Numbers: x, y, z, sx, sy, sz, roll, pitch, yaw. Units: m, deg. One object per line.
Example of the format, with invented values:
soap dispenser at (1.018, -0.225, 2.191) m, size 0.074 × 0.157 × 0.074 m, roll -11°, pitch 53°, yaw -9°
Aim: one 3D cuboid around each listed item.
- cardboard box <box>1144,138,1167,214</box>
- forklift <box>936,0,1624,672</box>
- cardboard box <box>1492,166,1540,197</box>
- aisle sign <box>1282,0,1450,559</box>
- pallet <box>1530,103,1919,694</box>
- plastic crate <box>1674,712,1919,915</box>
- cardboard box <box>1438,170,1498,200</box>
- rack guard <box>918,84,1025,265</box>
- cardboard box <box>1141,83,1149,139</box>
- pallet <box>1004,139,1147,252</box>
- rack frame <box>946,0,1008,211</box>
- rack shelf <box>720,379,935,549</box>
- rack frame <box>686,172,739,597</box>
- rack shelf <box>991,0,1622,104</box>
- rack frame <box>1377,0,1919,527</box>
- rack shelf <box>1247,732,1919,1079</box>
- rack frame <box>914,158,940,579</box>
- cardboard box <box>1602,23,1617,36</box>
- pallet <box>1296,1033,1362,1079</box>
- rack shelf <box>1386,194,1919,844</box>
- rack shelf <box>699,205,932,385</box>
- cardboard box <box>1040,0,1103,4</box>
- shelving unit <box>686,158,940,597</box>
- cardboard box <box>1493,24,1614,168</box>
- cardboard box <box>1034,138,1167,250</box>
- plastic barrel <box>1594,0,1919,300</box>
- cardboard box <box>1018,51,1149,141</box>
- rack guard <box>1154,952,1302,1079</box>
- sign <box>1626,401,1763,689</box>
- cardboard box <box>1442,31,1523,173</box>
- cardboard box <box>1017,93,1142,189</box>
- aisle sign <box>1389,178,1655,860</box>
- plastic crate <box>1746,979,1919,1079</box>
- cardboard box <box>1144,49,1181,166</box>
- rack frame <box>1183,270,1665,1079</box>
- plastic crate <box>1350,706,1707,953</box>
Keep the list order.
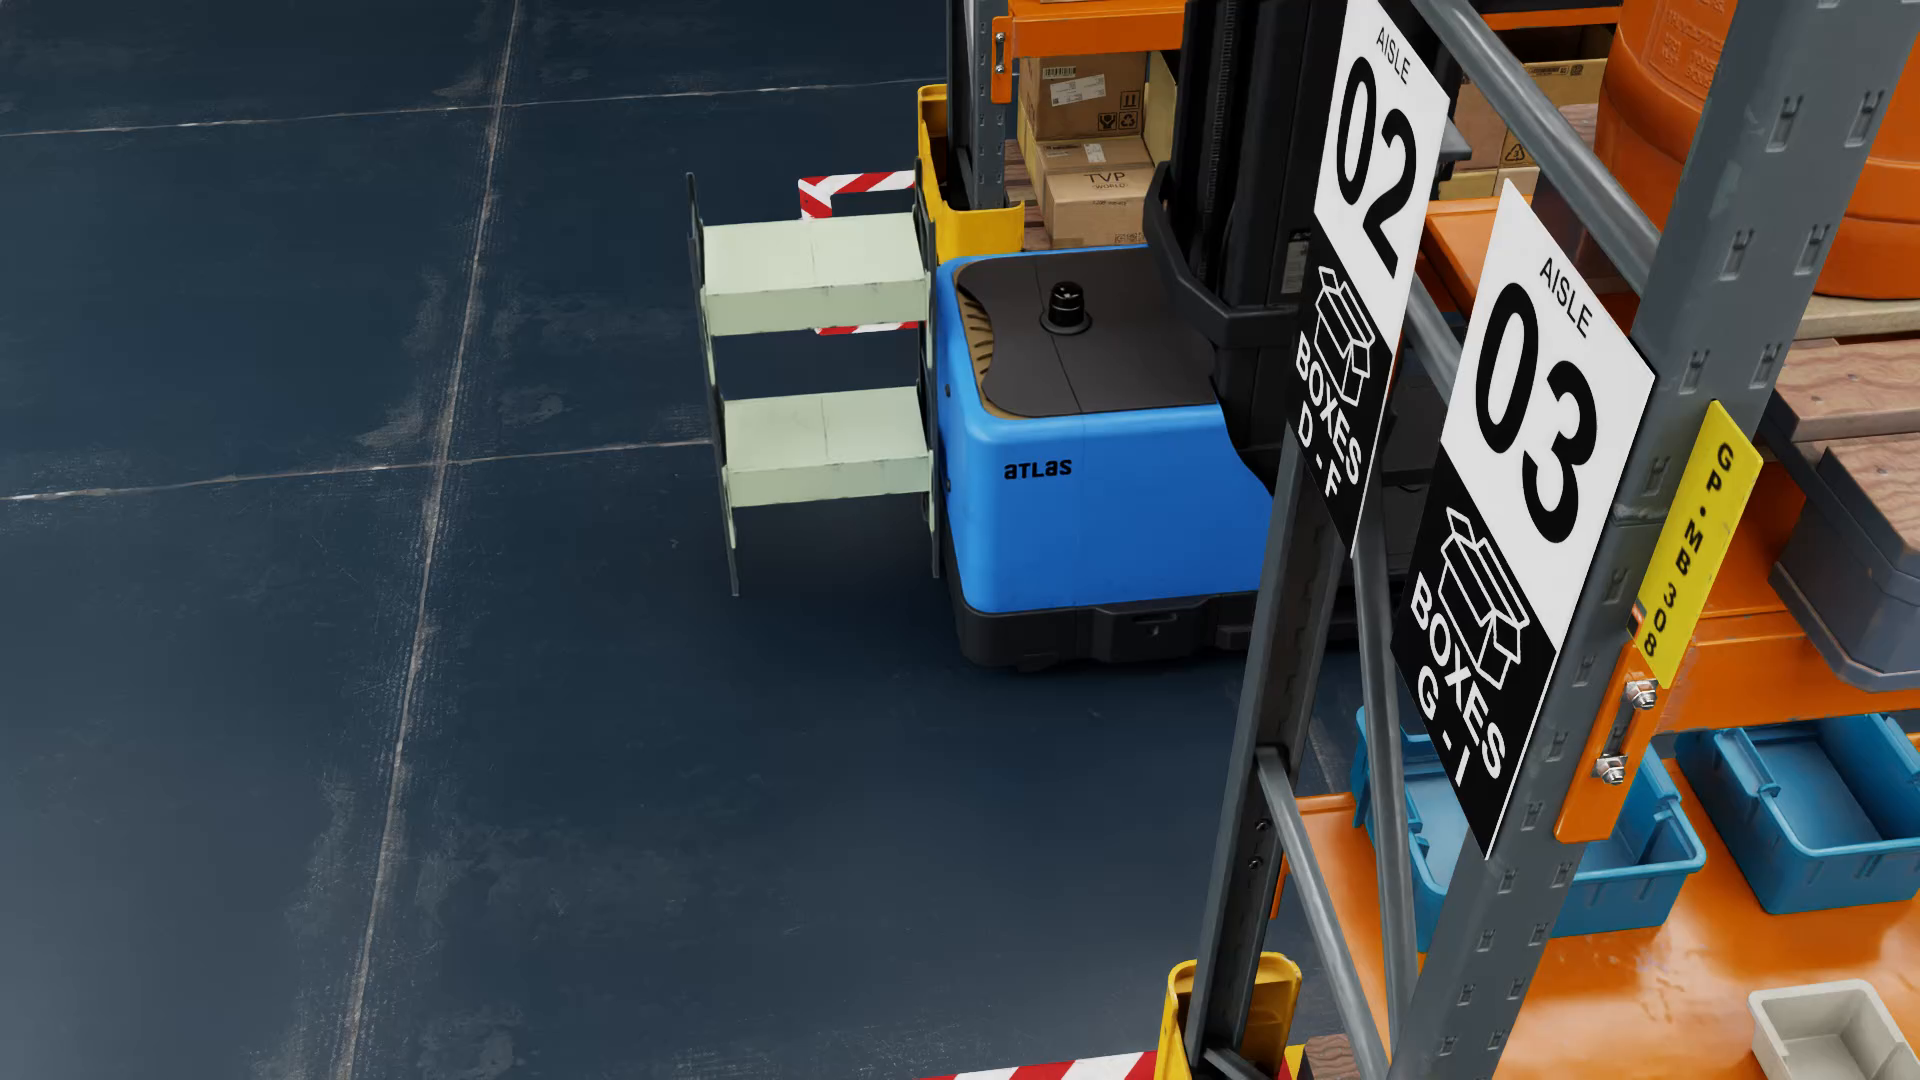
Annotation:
cardboard box at (1.119, -1.607, 7.531) m, size 0.500 × 0.250 × 0.500 m, roll -5°, pitch 42°, yaw -6°
forklift at (1.449, -1.073, 5.252) m, size 3.031 × 2.935 × 1.130 m, roll -5°, pitch 42°, yaw -6°
cardboard box at (2.606, -1.734, 7.672) m, size 0.500 × 0.250 × 0.500 m, roll -5°, pitch 42°, yaw -6°
aisle sign at (0.591, -0.394, 2.506) m, size 0.004 × 0.787 × 0.394 m, roll -5°, pitch 42°, yaw -6°
pallet at (1.534, -0.288, 2.231) m, size 1.213 × 0.211 × 1.003 m, roll -5°, pitch 42°, yaw -6°
plastic crate at (1.803, 0.523, 3.541) m, size 0.408 × 0.251 × 0.499 m, roll -5°, pitch 42°, yaw -6°
cardboard box at (2.111, -1.690, 7.624) m, size 0.500 × 0.250 × 0.500 m, roll -5°, pitch 42°, yaw -6°
rack guard at (0.039, -1.597, 7.647) m, size 0.348 × 0.500 × 1.175 m, roll -5°, pitch 42°, yaw -6°
cardboard box at (1.050, -1.956, 7.919) m, size 0.500 × 0.250 × 0.500 m, roll -5°, pitch 42°, yaw -6°
pallet at (0.815, -1.586, 7.851) m, size 1.213 × 0.211 × 1.003 m, roll -5°, pitch 42°, yaw -6°
rack frame at (0.063, -2.527, 6.812) m, size 0.127 × 3.000 × 1.000 m, roll -5°, pitch 42°, yaw -6°
rack shelf at (-0.474, -0.274, 5.920) m, size 0.720 × 0.370 × 0.431 m, roll -5°, pitch 42°, yaw -6°
rack frame at (-0.837, -0.484, 5.667) m, size 0.023 × 1.500 × 0.400 m, roll -5°, pitch 42°, yaw -6°
rack shelf at (2.046, -2.434, 7.246) m, size 4.000 × 0.370 × 1.077 m, roll -5°, pitch 42°, yaw -6°
rack frame at (0.701, -1.465, 1.155) m, size 0.127 × 3.000 × 1.000 m, roll -5°, pitch 42°, yaw -6°
rack shelf at (2.684, 0.856, 3.598) m, size 4.000 × 0.370 × 1.077 m, roll -5°, pitch 42°, yaw -6°
rack frame at (-0.111, -0.547, 5.737) m, size 0.023 × 1.500 × 0.400 m, roll -5°, pitch 42°, yaw -6°
cardboard box at (3.100, -2.067, 7.481) m, size 0.500 × 0.500 × 0.500 m, roll -5°, pitch 42°, yaw -6°
pallet at (1.577, 1.693, 4.215) m, size 1.213 × 0.211 × 1.003 m, roll -5°, pitch 42°, yaw -6°
rack shelf at (2.684, -0.258, 2.594) m, size 4.000 × 0.370 × 1.077 m, roll -5°, pitch 42°, yaw -6°
rack shelf at (-0.474, -0.805, 5.440) m, size 0.720 × 0.370 × 0.431 m, roll -5°, pitch 42°, yaw -6°
cardboard box at (0.527, -2.596, 6.814) m, size 0.500 × 0.500 × 0.700 m, roll -5°, pitch 42°, yaw -6°
shelving unit at (-0.474, -0.516, 5.702) m, size 0.755 × 1.500 × 0.431 m, roll -5°, pitch 42°, yaw -6°
cardboard box at (2.605, -2.021, 7.430) m, size 0.500 × 0.500 × 0.500 m, roll -5°, pitch 42°, yaw -6°
cardboard box at (0.623, -1.561, 7.480) m, size 0.500 × 0.250 × 0.500 m, roll -5°, pitch 42°, yaw -6°
plastic barrel at (1.167, -0.793, 2.016) m, size 0.708 × 0.830 × 0.600 m, roll -5°, pitch 42°, yaw -6°
cardboard box at (0.556, -2.185, 7.612) m, size 0.500 × 0.500 × 0.500 m, roll -5°, pitch 42°, yaw -6°
rack guard at (0.770, 1.653, 4.044) m, size 0.348 × 0.500 × 1.175 m, roll -5°, pitch 42°, yaw -6°
sign at (0.768, 0.011, 1.752) m, size 0.005 × 0.325 × 0.100 m, roll -5°, pitch 42°, yaw -6°
cardboard box at (2.111, -1.968, 7.372) m, size 0.500 × 0.500 × 0.500 m, roll -5°, pitch 42°, yaw -6°
cardboard box at (0.556, -1.905, 7.862) m, size 0.500 × 0.250 × 0.500 m, roll -5°, pitch 42°, yaw -6°
aisle sign at (0.668, -0.002, 2.071) m, size 0.004 × 0.787 × 0.394 m, roll -5°, pitch 42°, yaw -6°
plastic crate at (1.630, 0.997, 3.102) m, size 0.250 × 0.136 × 0.298 m, roll -5°, pitch 42°, yaw -6°
cardboard box at (1.119, -1.884, 7.279) m, size 0.500 × 0.500 × 0.500 m, roll -5°, pitch 42°, yaw -6°
rack frame at (0.701, 0.763, 3.165) m, size 0.127 × 3.000 × 1.000 m, roll -5°, pitch 42°, yaw -6°
plastic crate at (1.159, 0.576, 3.483) m, size 0.616 × 0.251 × 0.499 m, roll -5°, pitch 42°, yaw -6°
